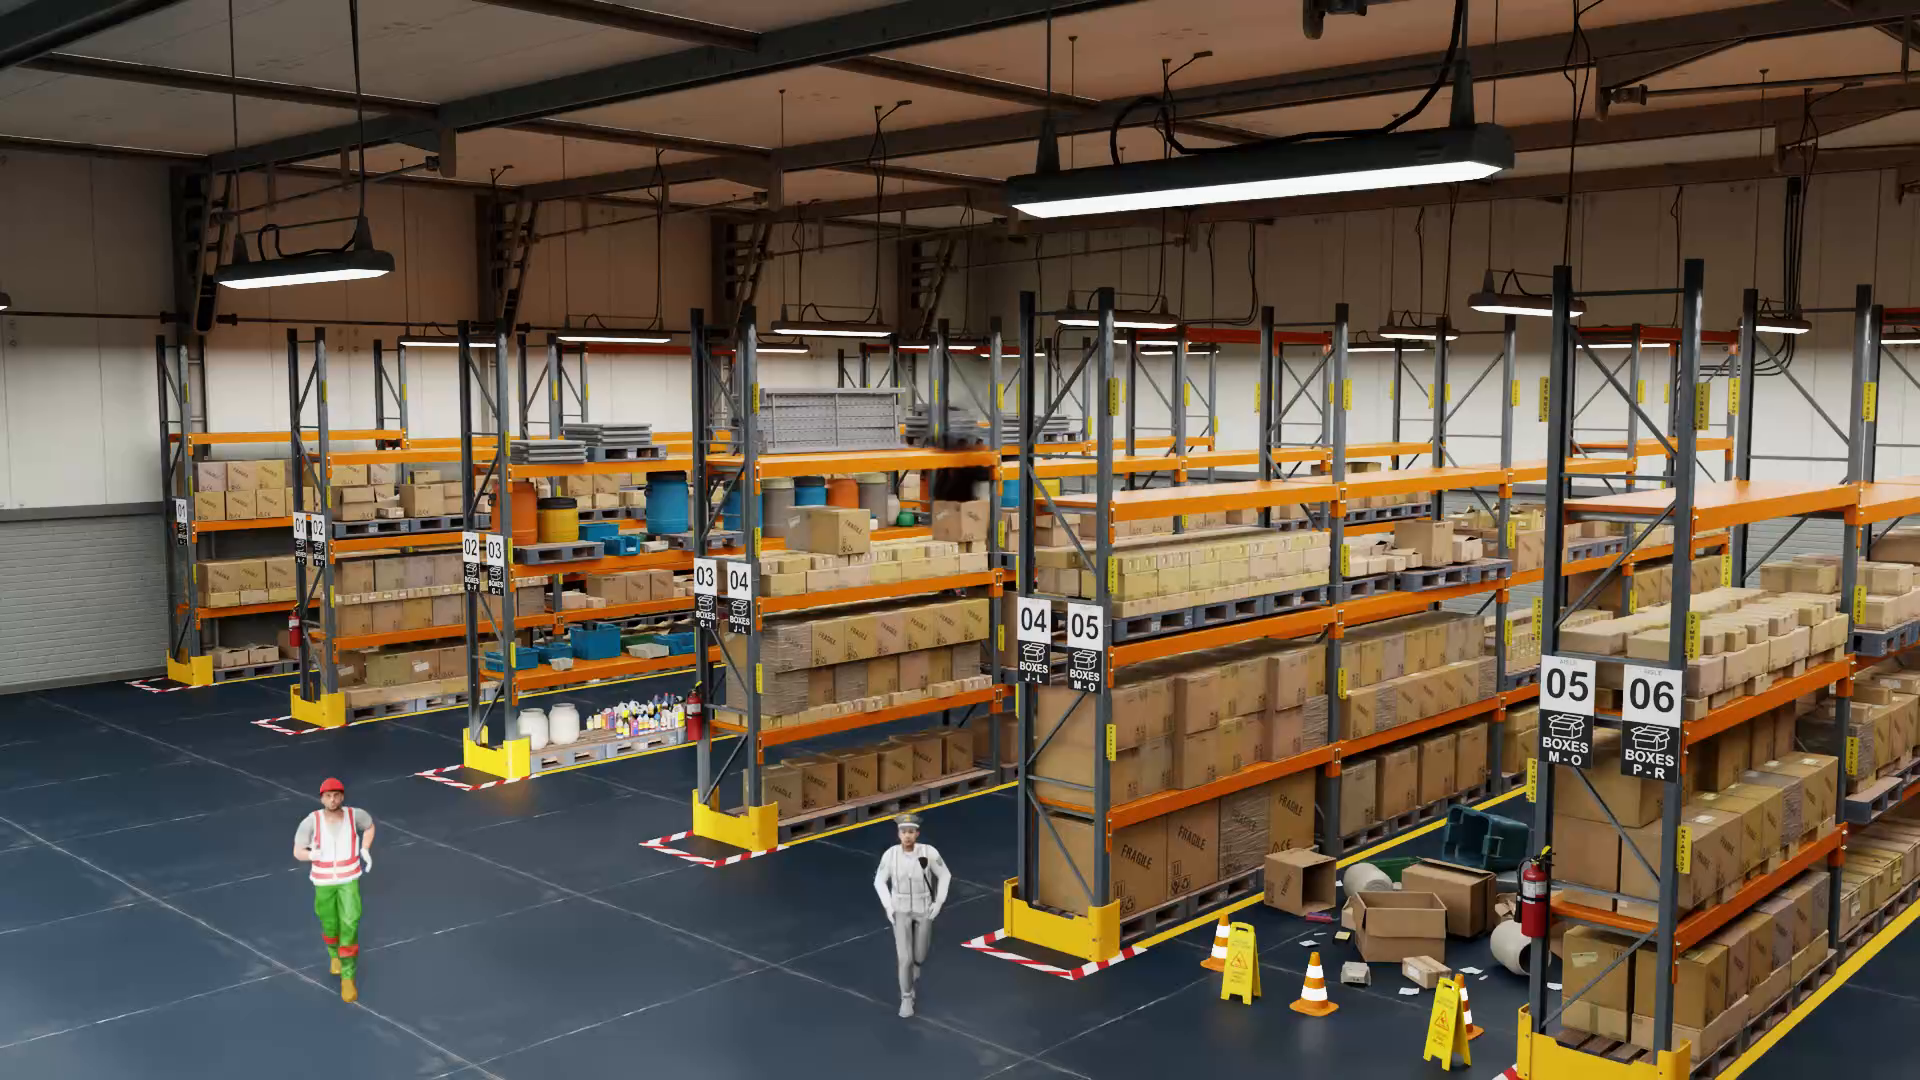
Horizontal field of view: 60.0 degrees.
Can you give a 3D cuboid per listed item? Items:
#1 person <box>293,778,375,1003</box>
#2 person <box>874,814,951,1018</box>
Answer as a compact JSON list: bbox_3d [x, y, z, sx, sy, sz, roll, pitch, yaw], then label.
[{"bbox_3d":[-5.326,2.927,14.181,0.644,1.828,0.857,-2,6,-18],"label":"person"},{"bbox_3d":[-0.393,3.058,13.792,0.635,1.684,0.603,0,5,-1],"label":"person"}]
